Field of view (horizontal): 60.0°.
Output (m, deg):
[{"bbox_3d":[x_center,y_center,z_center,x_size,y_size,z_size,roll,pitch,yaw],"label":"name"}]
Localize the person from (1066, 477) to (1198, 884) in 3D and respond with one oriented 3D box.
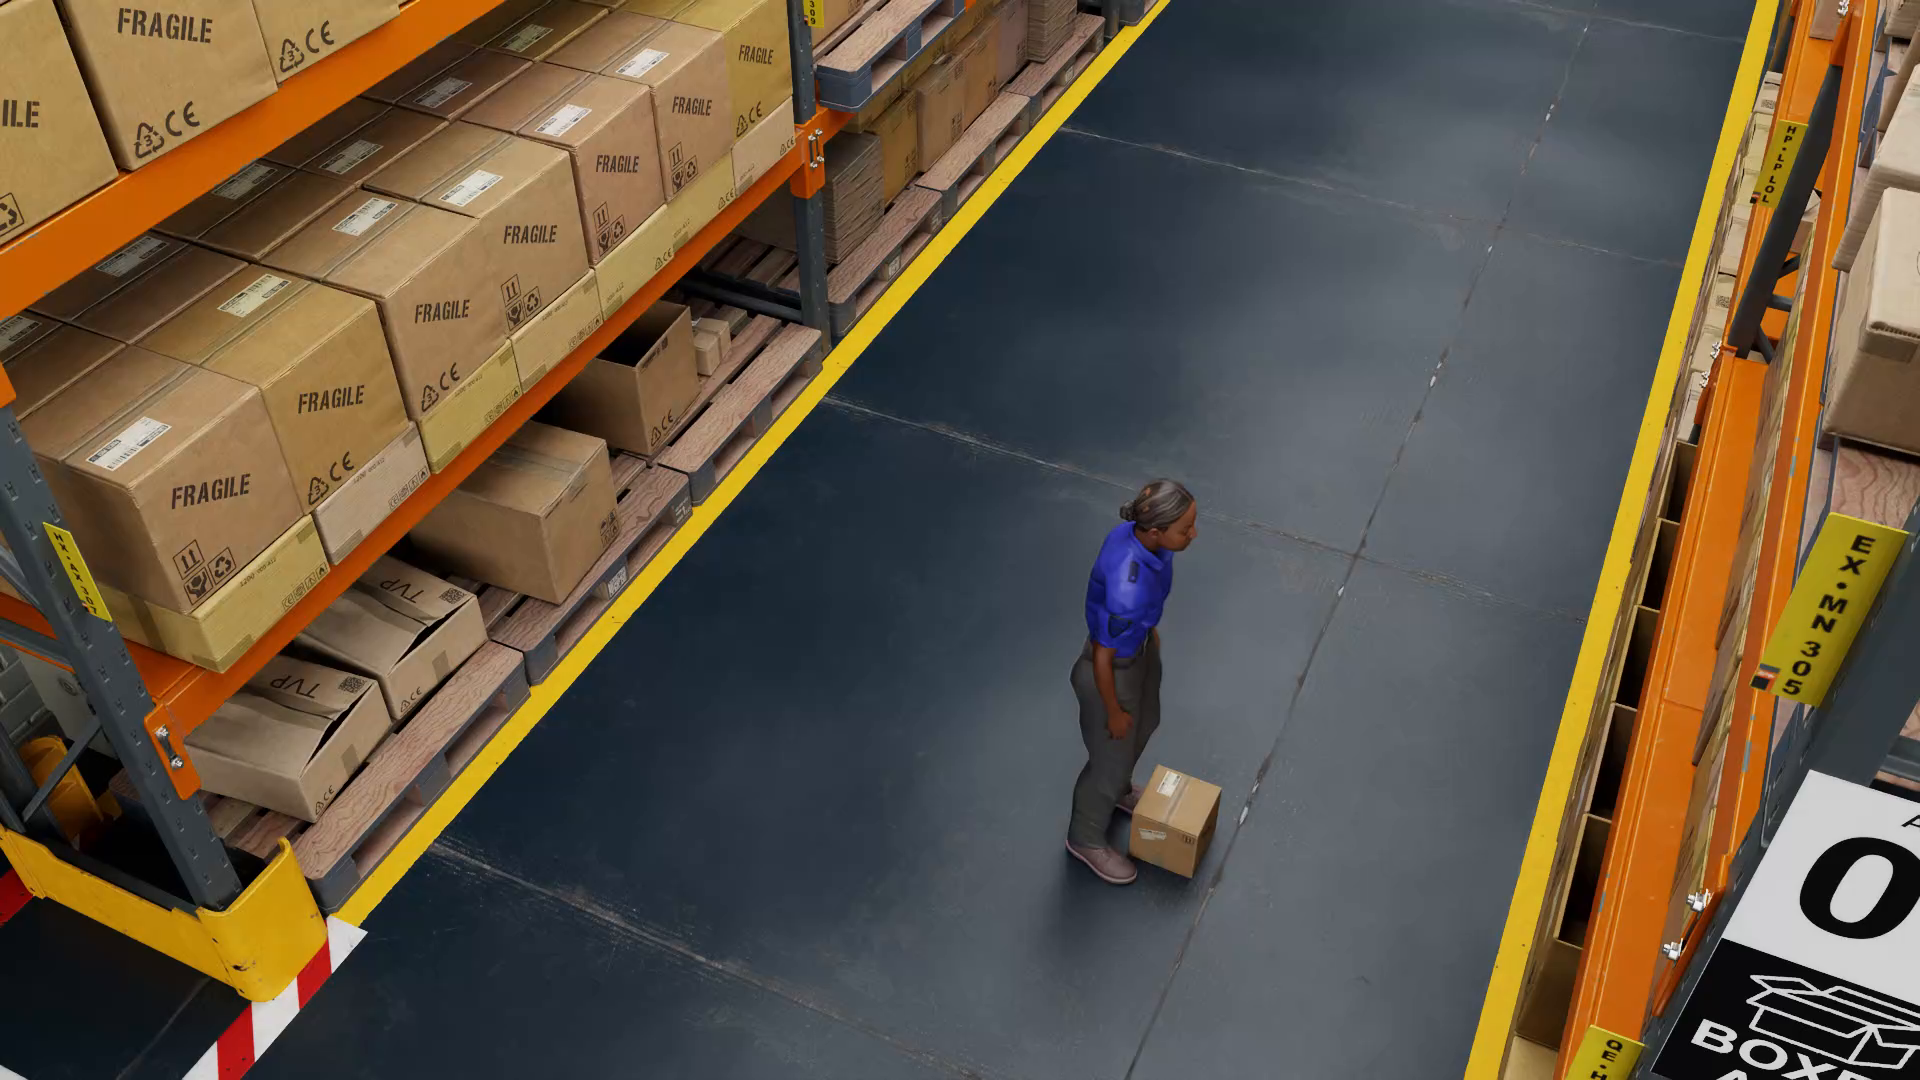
[{"bbox_3d":[0.570,0.447,5.672,0.349,1.655,0.532,15,44,16],"label":"person"}]
